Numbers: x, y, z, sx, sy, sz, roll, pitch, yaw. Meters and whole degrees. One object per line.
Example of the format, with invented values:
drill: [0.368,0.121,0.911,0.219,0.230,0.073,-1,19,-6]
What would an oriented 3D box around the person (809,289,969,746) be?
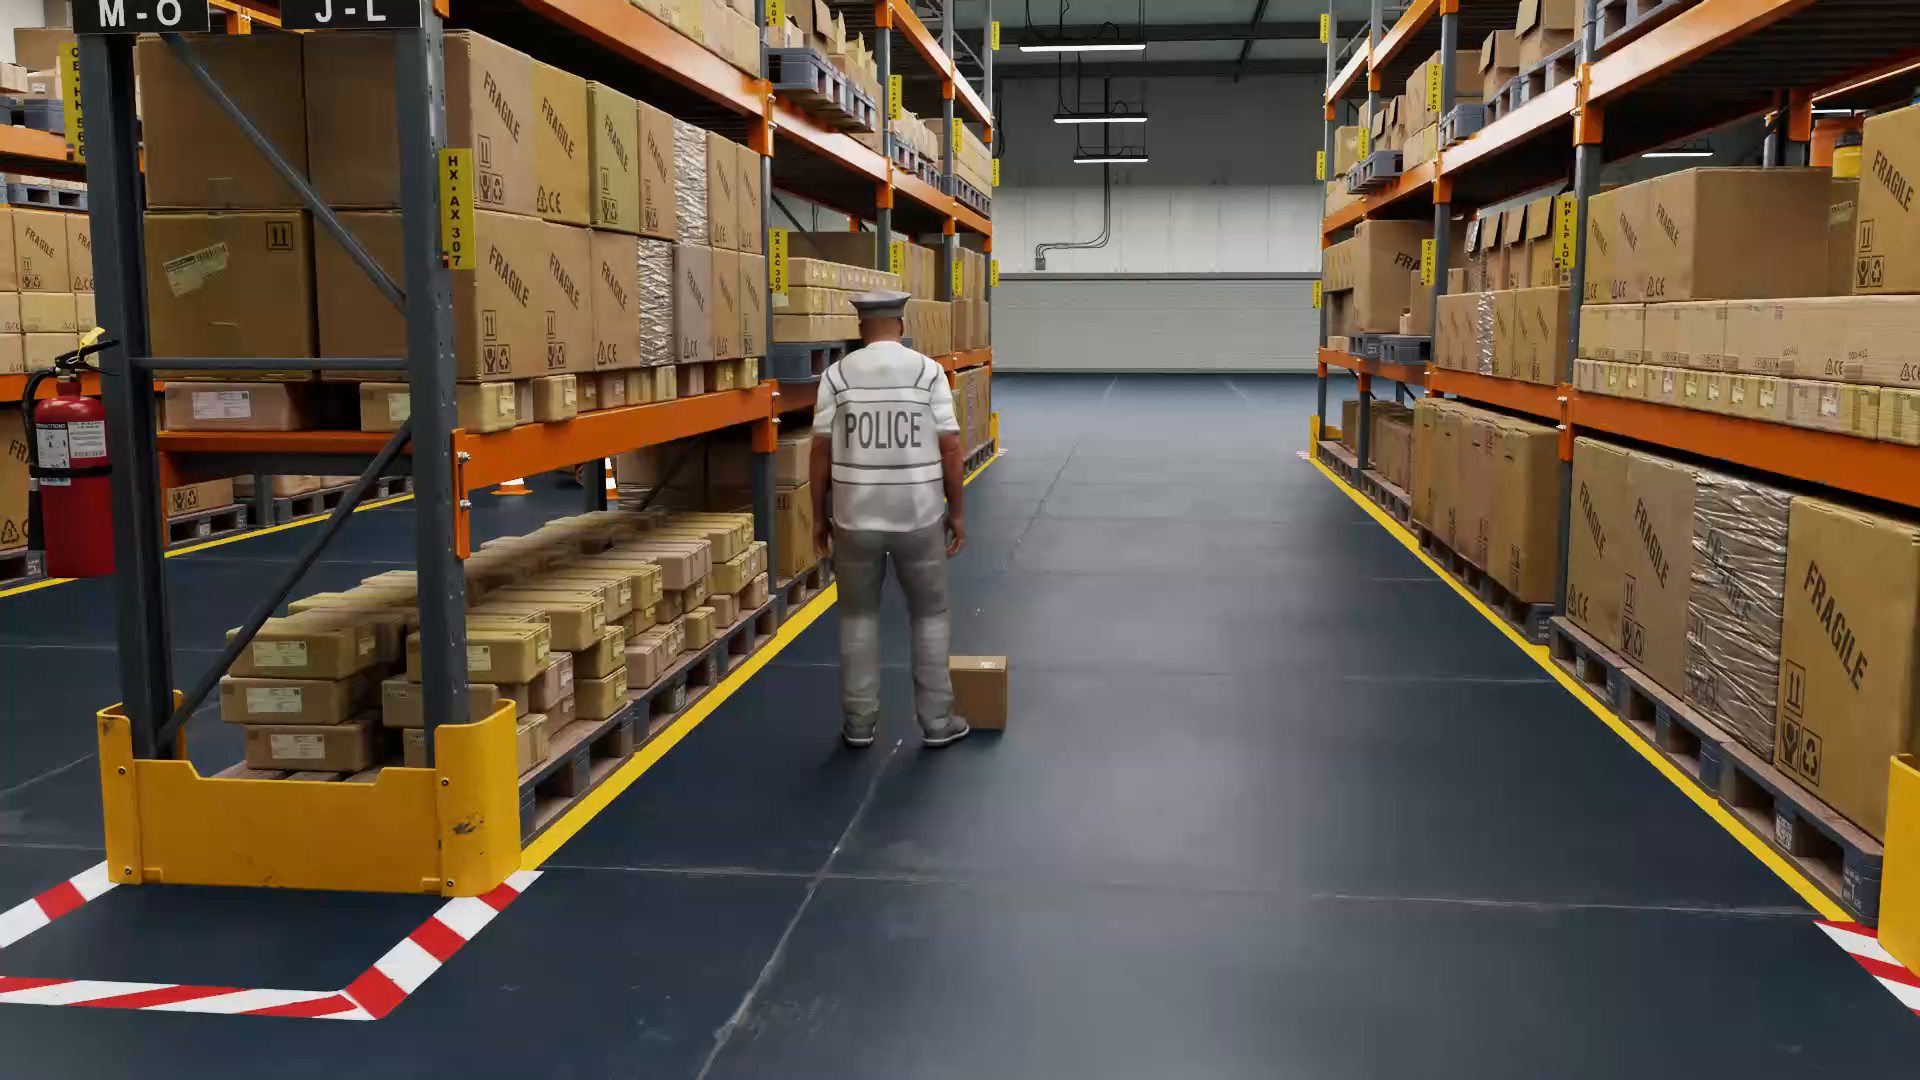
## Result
person: [-0.271,-0.080,6.364,0.607,1.747,0.438,0,8,2]
